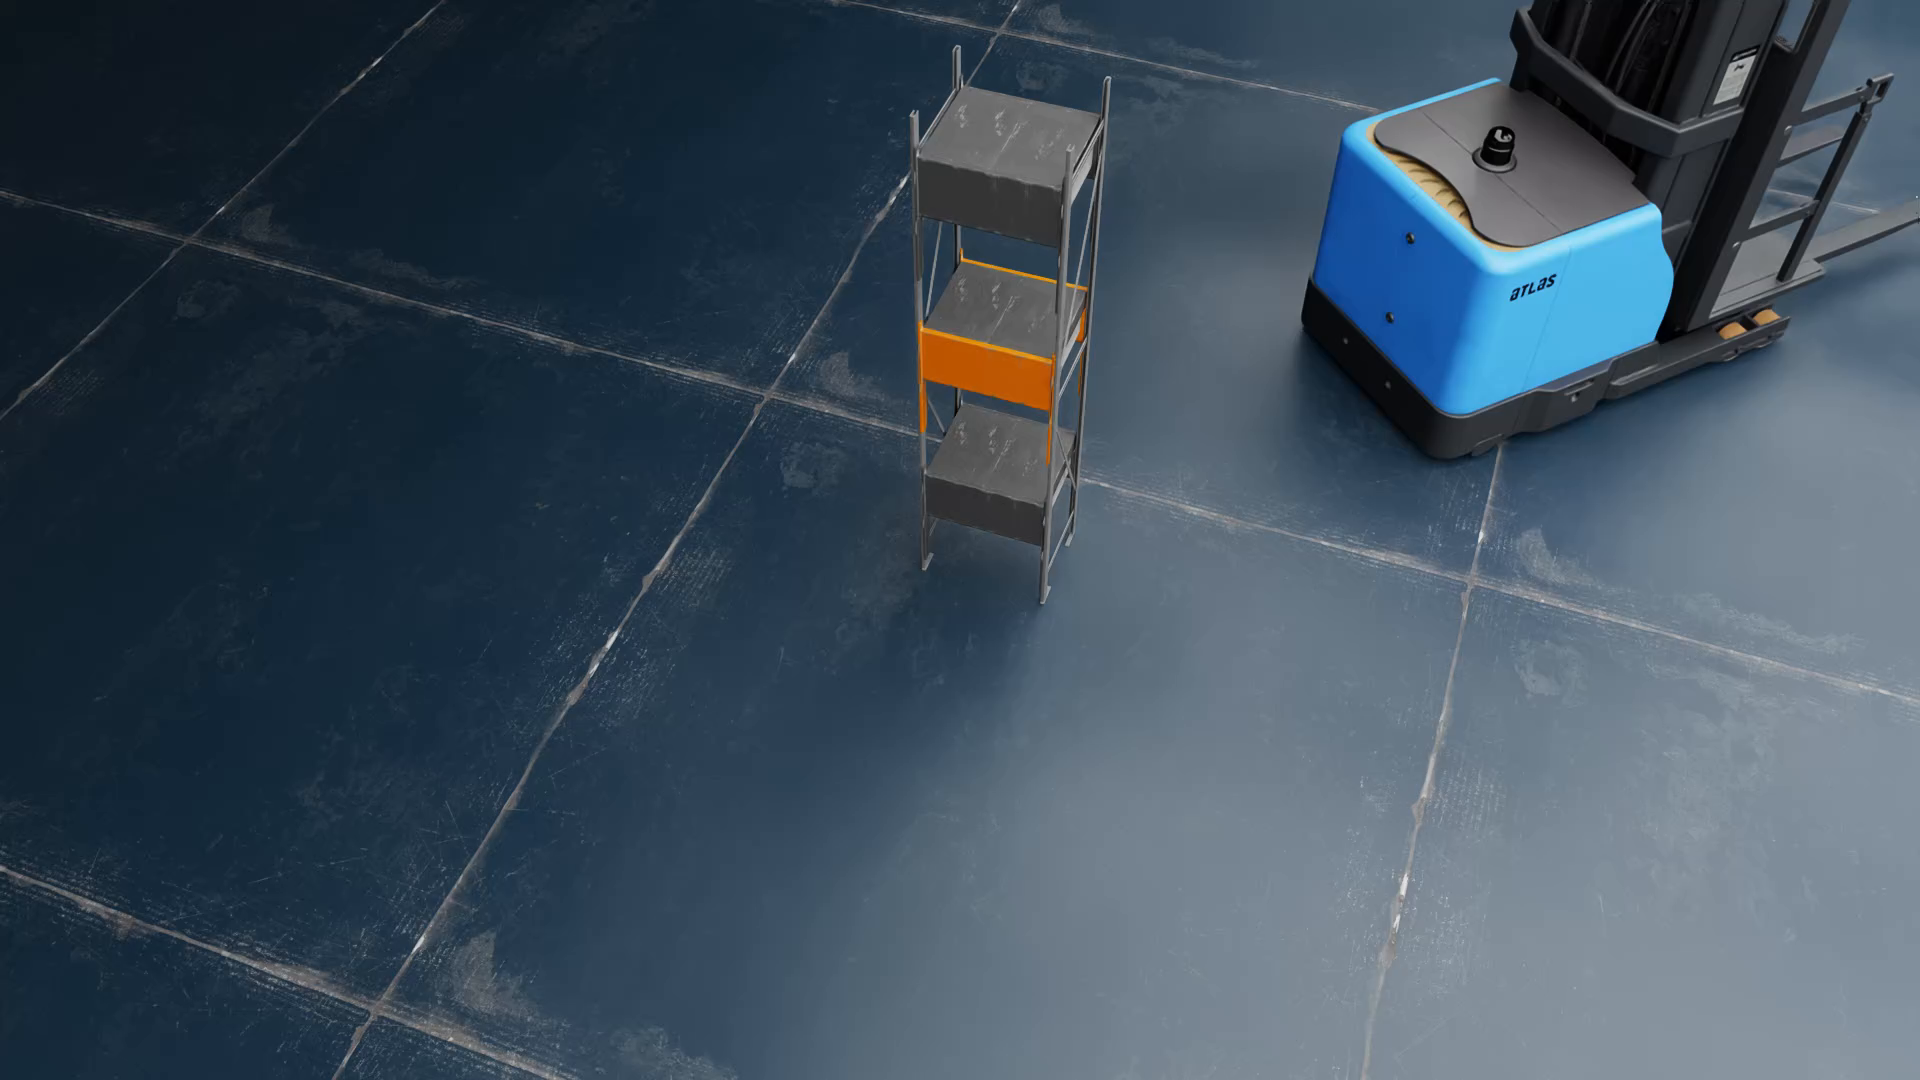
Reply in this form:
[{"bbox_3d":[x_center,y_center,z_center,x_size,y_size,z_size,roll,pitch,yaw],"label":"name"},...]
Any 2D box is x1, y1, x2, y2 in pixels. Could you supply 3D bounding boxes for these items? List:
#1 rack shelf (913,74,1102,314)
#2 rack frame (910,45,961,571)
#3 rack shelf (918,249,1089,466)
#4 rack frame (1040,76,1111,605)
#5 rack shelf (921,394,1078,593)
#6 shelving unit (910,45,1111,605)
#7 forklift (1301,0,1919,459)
[{"bbox_3d":[0.155,-1.094,5.267,0.480,0.518,0.431,16,51,13],"label":"rack shelf"},{"bbox_3d":[-0.074,-0.708,5.841,0.015,2.100,0.400,16,51,13],"label":"rack frame"},{"bbox_3d":[0.155,-0.635,5.796,0.480,0.518,0.431,16,51,13],"label":"rack shelf"},{"bbox_3d":[0.384,-0.580,5.730,0.015,2.100,0.400,16,51,13],"label":"rack frame"},{"bbox_3d":[0.155,-0.177,6.325,0.480,0.518,0.431,16,51,13],"label":"rack shelf"},{"bbox_3d":[0.155,-0.644,5.786,0.503,2.100,0.431,16,51,13],"label":"shelving unit"},{"bbox_3d":[3.063,-2.084,6.483,3.031,2.935,1.130,-21,52,-17],"label":"forklift"}]
